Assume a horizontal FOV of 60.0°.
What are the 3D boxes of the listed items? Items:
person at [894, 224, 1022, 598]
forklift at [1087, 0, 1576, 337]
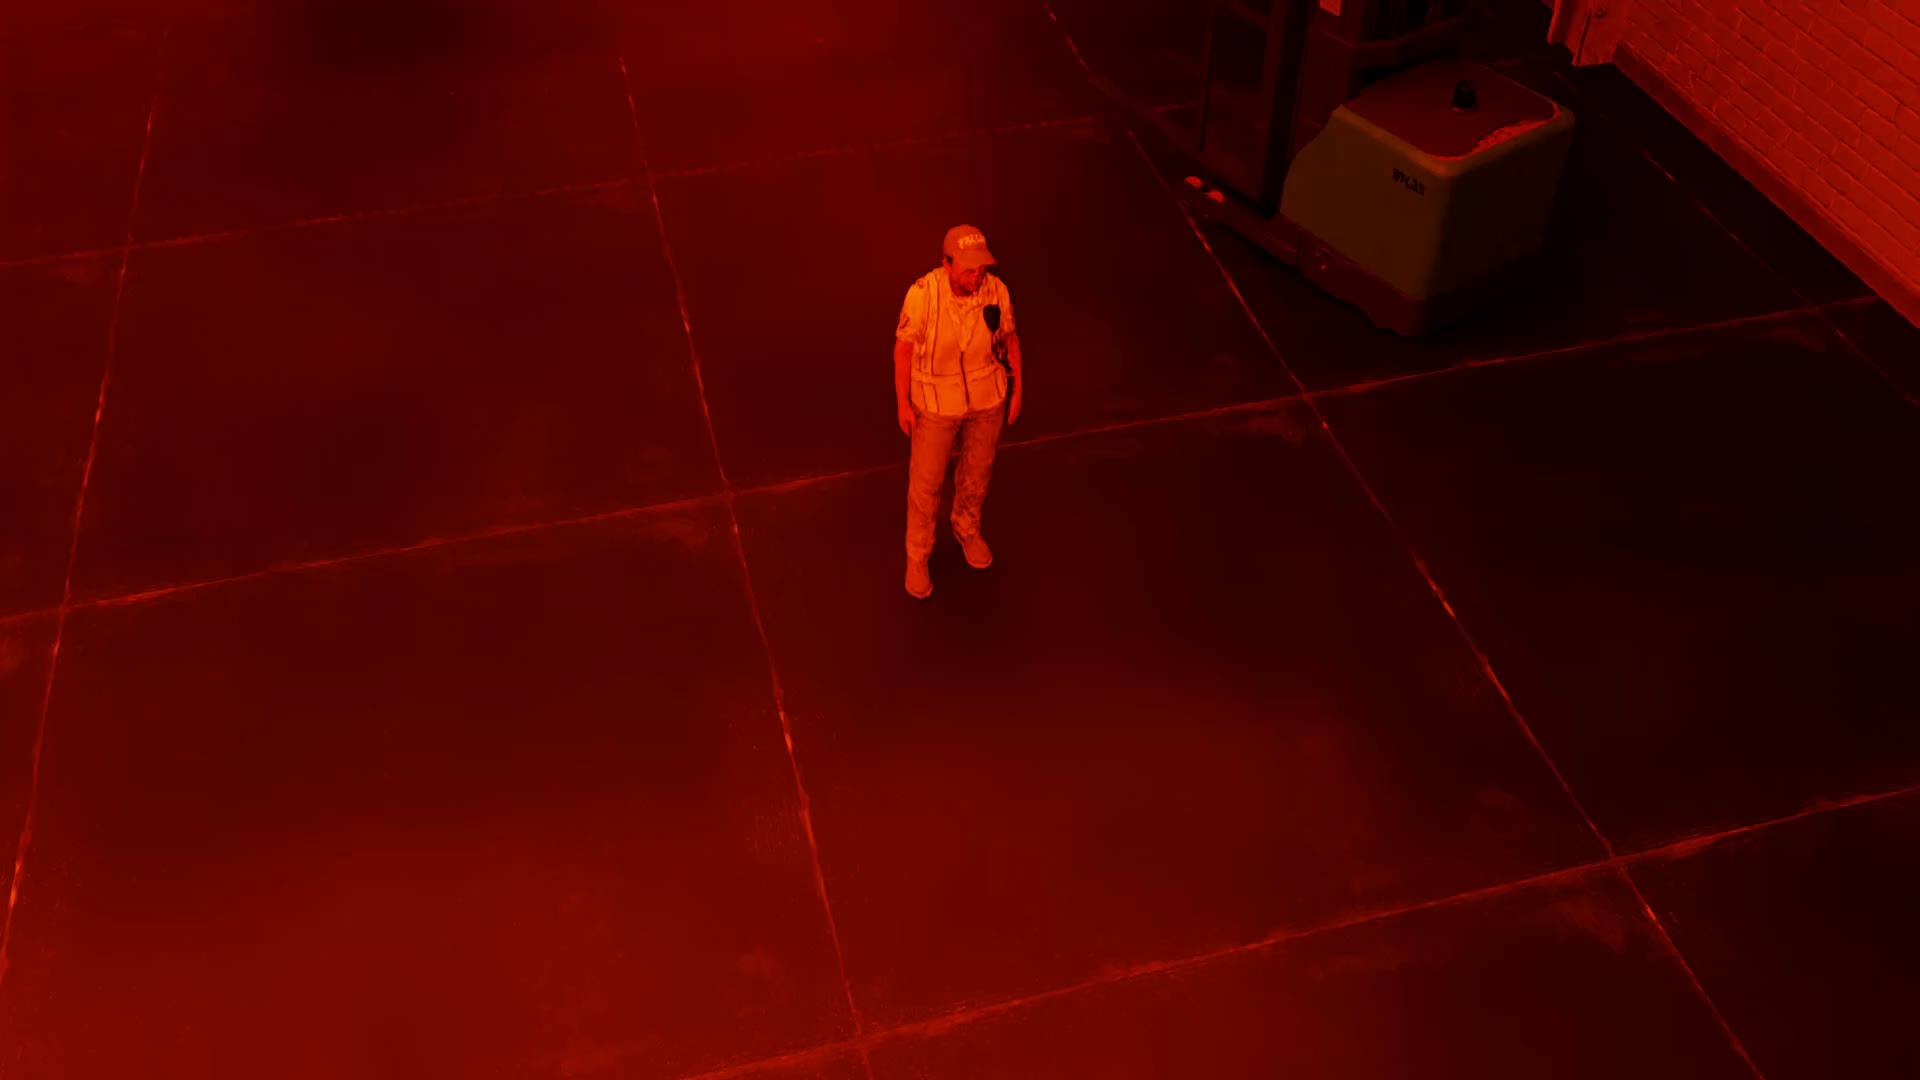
[{"bbox_3d":[-0.002,-0.556,7.144,0.598,1.669,0.529,-10,44,-11],"label":"person"},{"bbox_3d":[1.940,-3.119,8.945,1.130,2.935,3.031,-26,49,-25],"label":"forklift"}]
